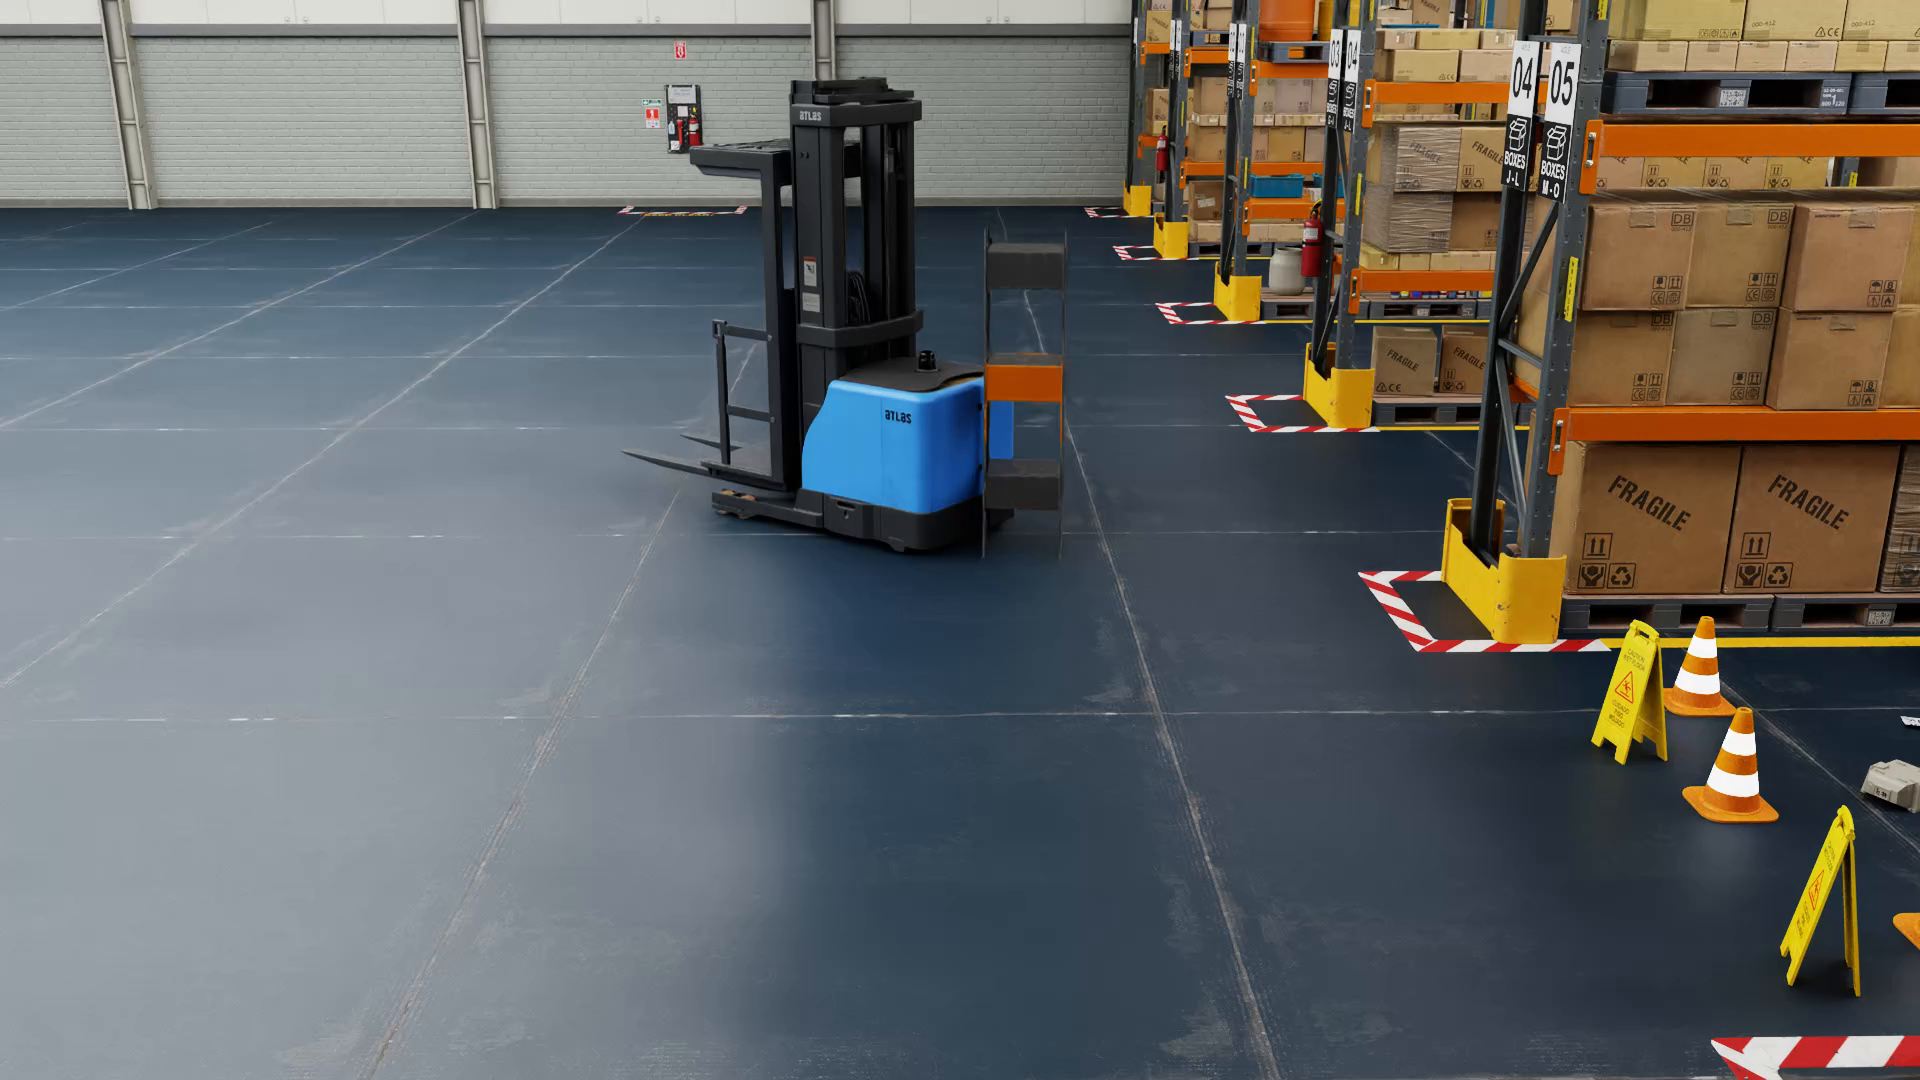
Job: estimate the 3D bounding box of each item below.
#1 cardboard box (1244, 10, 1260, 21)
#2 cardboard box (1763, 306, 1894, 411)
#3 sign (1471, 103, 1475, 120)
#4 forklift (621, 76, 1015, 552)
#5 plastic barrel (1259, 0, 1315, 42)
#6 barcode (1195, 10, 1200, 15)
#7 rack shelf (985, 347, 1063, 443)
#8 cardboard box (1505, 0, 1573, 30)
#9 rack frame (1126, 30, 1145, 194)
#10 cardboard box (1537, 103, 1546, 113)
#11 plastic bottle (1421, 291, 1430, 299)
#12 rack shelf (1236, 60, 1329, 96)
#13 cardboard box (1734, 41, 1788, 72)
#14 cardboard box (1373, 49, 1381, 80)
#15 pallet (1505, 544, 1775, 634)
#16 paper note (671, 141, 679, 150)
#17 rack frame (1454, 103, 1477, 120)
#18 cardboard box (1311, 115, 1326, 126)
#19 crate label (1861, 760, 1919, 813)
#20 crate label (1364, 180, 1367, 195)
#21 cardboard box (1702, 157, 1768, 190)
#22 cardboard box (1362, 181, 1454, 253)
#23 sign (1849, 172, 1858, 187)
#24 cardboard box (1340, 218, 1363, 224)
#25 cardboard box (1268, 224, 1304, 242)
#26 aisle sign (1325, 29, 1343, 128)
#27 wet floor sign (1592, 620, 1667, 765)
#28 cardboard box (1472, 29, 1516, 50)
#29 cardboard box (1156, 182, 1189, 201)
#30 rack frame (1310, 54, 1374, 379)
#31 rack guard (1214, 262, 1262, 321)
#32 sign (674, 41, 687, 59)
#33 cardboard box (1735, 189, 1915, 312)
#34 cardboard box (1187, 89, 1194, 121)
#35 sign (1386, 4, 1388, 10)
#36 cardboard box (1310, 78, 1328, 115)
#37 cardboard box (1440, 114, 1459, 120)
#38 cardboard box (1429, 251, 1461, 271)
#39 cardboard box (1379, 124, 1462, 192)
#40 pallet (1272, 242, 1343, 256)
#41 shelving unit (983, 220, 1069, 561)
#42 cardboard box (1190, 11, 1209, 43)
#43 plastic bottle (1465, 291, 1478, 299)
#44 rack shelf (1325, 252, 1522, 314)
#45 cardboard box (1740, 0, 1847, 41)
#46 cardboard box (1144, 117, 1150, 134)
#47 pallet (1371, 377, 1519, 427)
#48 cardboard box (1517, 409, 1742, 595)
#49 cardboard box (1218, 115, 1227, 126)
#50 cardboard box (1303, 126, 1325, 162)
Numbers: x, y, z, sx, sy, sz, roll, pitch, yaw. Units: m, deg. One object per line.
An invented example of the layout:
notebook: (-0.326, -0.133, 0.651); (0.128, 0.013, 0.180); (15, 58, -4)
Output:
cardboard box: (4.198, -7.278, 23.243); (0.500, 0.250, 0.500); (0, 18, -1)
cardboard box: (4.663, -1.088, 9.284); (0.550, 0.550, 0.875); (0, 18, -1)
sign: (7.061, -5.868, 22.883); (0.005, 0.325, 0.100); (0, 18, -1)
forklift: (-1.112, -1.654, 11.405); (3.031, 2.935, 1.130); (13, 22, 35)
plastic barrel: (3.609, -5.929, 18.320); (0.708, 0.830, 0.600); (0, 18, -1)
barcode: (3.345, -7.422, 23.412); (0.075, 0.075, 0.001); (0, 18, -1)
rack shelf: (0.411, -0.920, 10.523); (0.480, 0.518, 0.431); (1, 18, 4)
cardboard box: (4.692, -4.323, 13.234); (0.500, 0.500, 0.500); (0, 18, -1)
rack frame: (2.969, -7.081, 28.212); (0.127, 3.000, 1.000); (0, 18, -1)
cardboard box: (9.940, -7.361, 28.199); (0.500, 0.500, 0.700); (-2, 18, -6)
plastic bottle: (5.286, -2.881, 18.865); (0.097, 0.271, 0.097); (0, 18, 0)
rack shelf: (5.125, -5.151, 18.461); (4.000, 0.370, 1.077); (0, 18, -1)
cardboard box: (4.034, -2.490, 8.548); (0.250, 0.149, 0.380); (0, 18, -1)
cardboard box: (3.682, -3.980, 13.878); (0.500, 0.250, 0.500); (0, 18, 0)
pallet: (3.979, 0.273, 9.852); (1.213, 0.211, 1.003); (0, 18, -1)
paper note: (-4.994, -6.920, 29.152); (0.142, 0.148, 0.016); (0, 18, -1)
rack frame: (7.050, -5.588, 23.556); (0.127, 3.000, 1.000); (0, 18, -1)
cardboard box: (4.984, -5.868, 23.204); (0.250, 0.149, 0.380); (0, 18, 0)
crate label: (4.197, 1.091, 7.423); (0.298, 0.136, 0.250); (-10, 20, -29)
crate label: (4.961, -4.164, 19.059); (0.616, 0.435, 0.502); (0, 18, -1)
cardboard box: (6.258, -3.138, 13.633); (0.500, 0.500, 0.500); (0, 18, -1)
cardboard box: (3.754, -2.726, 13.985); (0.500, 0.500, 0.875); (0, 18, -1)
sign: (7.219, -2.809, 13.475); (0.005, 0.325, 0.100); (0, 18, -1)
cardboard box: (5.590, -4.764, 23.574); (0.500, 0.500, 0.500); (0, 18, -1)
cardboard box: (4.590, -4.400, 23.666); (0.500, 0.250, 0.500); (0, 18, -1)
aisle sign: (3.137, -3.872, 13.951); (0.004, 0.787, 0.394); (0, 18, -1)
wet floor sign: (3.183, 0.698, 7.814); (0.232, 0.644, 0.267); (-3, 18, -10)
cardboard box: (4.267, -4.010, 13.321); (0.250, 0.149, 0.380); (0, 18, 1)
cardboard box: (3.662, -5.986, 28.480); (0.500, 0.311, 0.500); (-2, 18, -7)
rack frame: (3.204, -2.543, 14.064); (0.127, 3.000, 1.000); (0, 18, -1)
rack guard: (3.201, -2.880, 19.207); (0.348, 0.500, 1.175); (0, 18, -1)
sign: (-4.825, -8.454, 28.695); (0.199, 0.298, 0.001); (0, 18, -1)
cardboard box: (4.663, -1.595, 9.096); (0.550, 0.550, 0.875); (0, 18, -1)
cardboard box: (3.945, -7.286, 27.836); (0.500, 0.500, 0.500); (0, 18, -1)
sign: (6.985, -8.609, 27.218); (0.005, 0.325, 0.100); (0, 18, -1)
cardboard box: (5.101, -6.242, 23.307); (0.500, 0.500, 0.700); (0, 18, -1)
cardboard box: (6.782, -5.877, 23.233); (0.250, 0.149, 0.380); (0, 18, -1)
cardboard box: (3.993, -2.344, 13.854); (0.250, 0.149, 0.380); (0, 18, -1)
cardboard box: (3.758, -3.128, 13.599); (0.500, 0.500, 0.500); (0, 18, -1)
pallet: (5.032, -4.262, 23.988); (1.213, 0.211, 1.003); (0, 18, -1)
shelving unit: (0.411, -0.933, 10.519); (0.503, 2.100, 0.431); (1, 18, 4)
cardboard box: (3.845, -8.484, 27.476); (0.500, 0.500, 0.500); (1, 18, 3)
plastic bottle: (5.808, -2.894, 18.898); (0.135, 0.276, 0.152); (0, 18, 0)
rack shelf: (5.203, -2.210, 14.204); (4.000, 0.370, 1.077); (0, 18, -1)
cardboard box: (4.175, -2.700, 8.551); (0.500, 0.250, 0.500); (-1, 18, -2)
cardboard box: (3.433, -7.081, 28.423); (0.500, 0.250, 0.500); (0, 18, 0)
pallet: (4.092, -1.209, 14.469); (1.213, 0.211, 1.003); (0, 18, -1)
cardboard box: (3.858, -0.239, 9.673); (0.875, 0.875, 0.875); (0, 18, -1)
cardboard box: (3.711, -5.863, 23.189); (0.250, 0.149, 0.380); (-1, 18, -2)
cardboard box: (5.066, -5.623, 23.501); (0.500, 0.500, 0.700); (0, 18, 1)
